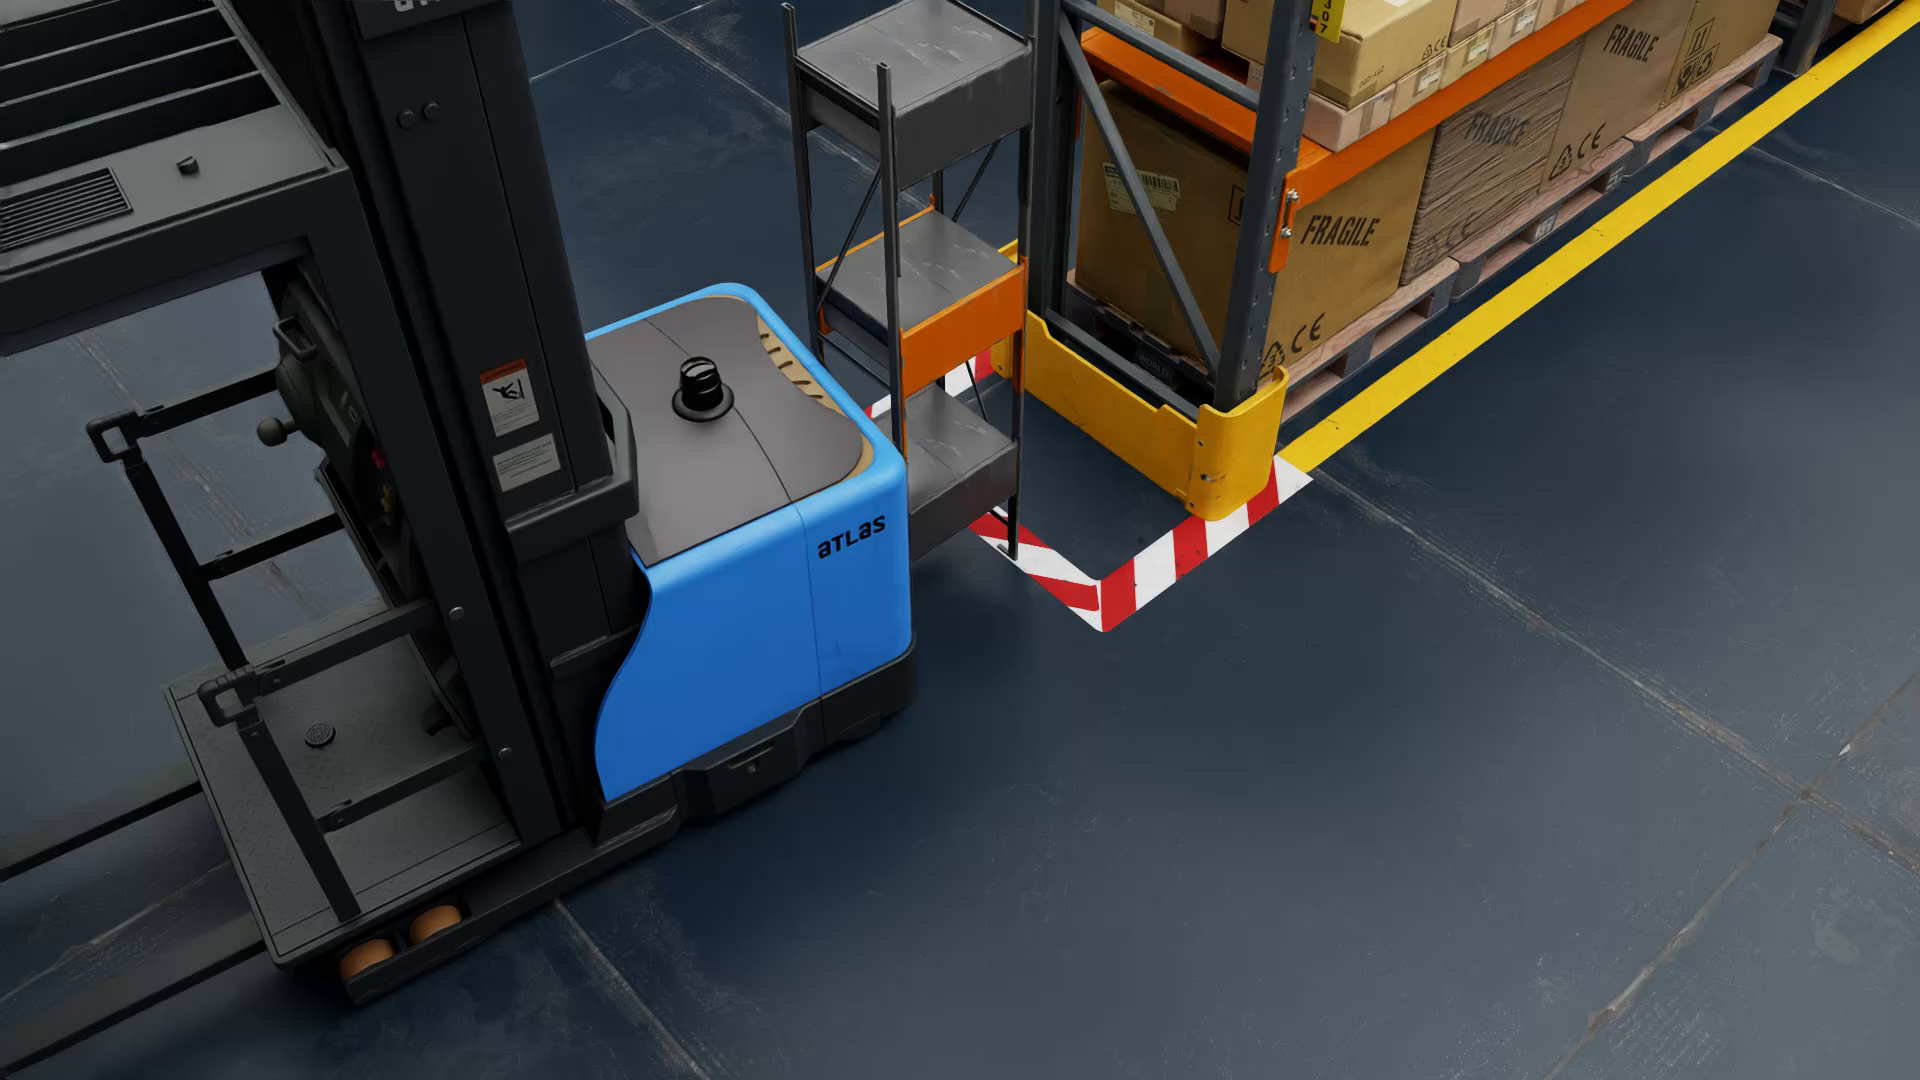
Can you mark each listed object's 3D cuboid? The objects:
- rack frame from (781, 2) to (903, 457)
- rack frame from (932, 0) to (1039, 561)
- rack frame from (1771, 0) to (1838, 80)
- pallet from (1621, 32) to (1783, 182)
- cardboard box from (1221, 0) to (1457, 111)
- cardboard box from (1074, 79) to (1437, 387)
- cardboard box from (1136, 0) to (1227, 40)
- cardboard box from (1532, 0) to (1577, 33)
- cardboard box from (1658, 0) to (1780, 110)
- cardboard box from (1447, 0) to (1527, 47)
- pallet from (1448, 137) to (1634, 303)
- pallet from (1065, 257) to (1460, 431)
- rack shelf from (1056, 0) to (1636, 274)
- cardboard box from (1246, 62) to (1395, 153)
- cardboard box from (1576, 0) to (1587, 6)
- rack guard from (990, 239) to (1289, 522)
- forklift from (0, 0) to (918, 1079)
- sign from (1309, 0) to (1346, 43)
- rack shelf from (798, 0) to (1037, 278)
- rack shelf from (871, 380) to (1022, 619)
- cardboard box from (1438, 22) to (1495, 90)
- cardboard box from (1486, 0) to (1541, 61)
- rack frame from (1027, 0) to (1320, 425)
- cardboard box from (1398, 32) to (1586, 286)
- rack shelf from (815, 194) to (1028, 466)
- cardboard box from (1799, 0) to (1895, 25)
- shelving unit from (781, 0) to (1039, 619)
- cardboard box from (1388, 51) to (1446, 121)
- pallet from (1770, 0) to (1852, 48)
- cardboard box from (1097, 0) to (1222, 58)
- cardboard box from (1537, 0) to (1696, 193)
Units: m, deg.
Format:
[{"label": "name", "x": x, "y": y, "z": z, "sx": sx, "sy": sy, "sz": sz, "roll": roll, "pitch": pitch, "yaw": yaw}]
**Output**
[{"label": "rack frame", "x": -0.303, "y": -0.509, "z": 4.791, "sx": 0.015, "sy": 2.100, "sz": 0.400, "roll": -34, "pitch": 56, "yaw": -27}, {"label": "rack frame", "x": 0.058, "y": -0.751, "z": 5.014, "sx": 0.015, "sy": 2.100, "sz": 0.400, "roll": -34, "pitch": 56, "yaw": -27}, {"label": "rack frame", "x": 3.587, "y": -3.454, "z": 6.896, "sx": 0.127, "sy": 3.000, "sz": 1.000, "roll": -34, "pitch": 56, "yaw": -27}, {"label": "pallet", "x": 2.972, "y": -2.175, "z": 7.613, "sx": 1.213, "sy": 0.211, "sz": 1.003, "roll": -34, "pitch": 56, "yaw": -27}, {"label": "cardboard box", "x": 1.164, "y": -1.617, "z": 5.101, "sx": 0.500, "sy": 0.250, "sz": 0.500, "roll": -35, "pitch": 56, "yaw": -28}, {"label": "cardboard box", "x": 1.047, "y": -1.258, "z": 6.030, "sx": 0.875, "sy": 0.875, "sz": 0.875, "roll": -34, "pitch": 56, "yaw": -27}, {"label": "cardboard box", "x": 0.808, "y": -1.910, "z": 5.371, "sx": 0.500, "sy": 0.250, "sz": 0.500, "roll": -35, "pitch": 56, "yaw": -28}, {"label": "cardboard box", "x": 1.871, "y": -1.896, "z": 5.630, "sx": 0.250, "sy": 0.149, "sz": 0.380, "roll": -35, "pitch": 56, "yaw": -28}, {"label": "cardboard box", "x": 3.045, "y": -2.593, "z": 7.262, "sx": 0.875, "sy": 0.875, "sz": 0.875, "roll": -34, "pitch": 56, "yaw": -27}, {"label": "cardboard box", "x": 1.545, "y": -1.877, "z": 5.341, "sx": 0.500, "sy": 0.250, "sz": 0.500, "roll": -34, "pitch": 56, "yaw": -28}, {"label": "pallet", "x": 2.069, "y": -1.569, "z": 7.054, "sx": 1.213, "sy": 0.211, "sz": 1.003, "roll": -34, "pitch": 56, "yaw": -27}, {"label": "pallet", "x": 1.167, "y": -0.969, "z": 6.500, "sx": 1.213, "sy": 0.211, "sz": 1.003, "roll": -34, "pitch": 56, "yaw": -27}, {"label": "rack shelf", "x": 2.107, "y": -2.221, "z": 6.248, "sx": 4.000, "sy": 0.370, "sz": 1.077, "roll": -34, "pitch": 56, "yaw": -27}, {"label": "cardboard box", "x": 1.112, "y": -1.387, "z": 5.160, "sx": 0.250, "sy": 0.149, "sz": 0.380, "roll": -33, "pitch": 55, "yaw": -27}, {"label": "cardboard box", "x": 2.062, "y": -2.024, "z": 5.748, "sx": 0.250, "sy": 0.149, "sz": 0.380, "roll": -34, "pitch": 56, "yaw": -27}, {"label": "rack guard", "x": 0.610, "y": -0.617, "z": 5.979, "sx": 0.348, "sy": 0.500, "sz": 1.175, "roll": -34, "pitch": 56, "yaw": -27}, {"label": "forklift", "x": -1.648, "y": -0.183, "z": 3.924, "sx": 3.031, "sy": 2.935, "sz": 1.130, "roll": -25, "pitch": 52, "yaw": -22}, {"label": "sign", "x": 0.997, "y": -1.492, "z": 4.443, "sx": 0.005, "sy": 0.325, "sz": 0.100, "roll": -34, "pitch": 56, "yaw": -27}, {"label": "rack shelf", "x": -0.123, "y": -1.096, "z": 4.398, "sx": 0.480, "sy": 0.518, "sz": 0.431, "roll": -34, "pitch": 56, "yaw": -27}, {"label": "rack shelf", "x": -0.123, "y": -0.146, "z": 5.427, "sx": 0.480, "sy": 0.518, "sz": 0.431, "roll": -34, "pitch": 56, "yaw": -27}, {"label": "cardboard box", "x": 1.490, "y": -1.642, "z": 5.395, "sx": 0.250, "sy": 0.149, "sz": 0.380, "roll": -35, "pitch": 56, "yaw": -28}, {"label": "cardboard box", "x": 1.683, "y": -1.771, "z": 5.514, "sx": 0.250, "sy": 0.149, "sz": 0.380, "roll": -35, "pitch": 56, "yaw": -28}, {"label": "rack frame", "x": 0.628, "y": -1.476, "z": 5.071, "sx": 0.127, "sy": 3.000, "sz": 1.000, "roll": -34, "pitch": 56, "yaw": -27}, {"label": "cardboard box", "x": 1.721, "y": -1.708, "z": 6.445, "sx": 0.875, "sy": 0.875, "sz": 0.875, "roll": -34, "pitch": 56, "yaw": -27}, {"label": "rack shelf", "x": -0.123, "y": -0.621, "z": 4.913, "sx": 0.480, "sy": 0.518, "sz": 0.431, "roll": -34, "pitch": 56, "yaw": -27}, {"label": "cardboard box", "x": 4.047, "y": -3.203, "z": 7.825, "sx": 0.875, "sy": 0.875, "sz": 1.225, "roll": -34, "pitch": 56, "yaw": -27}, {"label": "shelving unit", "x": -0.123, "y": -0.630, "z": 4.903, "sx": 0.503, "sy": 2.100, "sz": 0.431, "roll": -34, "pitch": 56, "yaw": -27}, {"label": "cardboard box", "x": 1.301, "y": -1.515, "z": 5.278, "sx": 0.250, "sy": 0.149, "sz": 0.380, "roll": -35, "pitch": 56, "yaw": -28}, {"label": "pallet", "x": 4.107, "y": -2.931, "z": 8.311, "sx": 1.213, "sy": 0.211, "sz": 1.003, "roll": -34, "pitch": 56, "yaw": -27}, {"label": "cardboard box", "x": 0.670, "y": -1.746, "z": 5.491, "sx": 0.250, "sy": 0.149, "sz": 0.380, "roll": -33, "pitch": 55, "yaw": -27}, {"label": "cardboard box", "x": 2.379, "y": -2.148, "z": 6.851, "sx": 0.875, "sy": 0.875, "sz": 0.875, "roll": -34, "pitch": 56, "yaw": -27}]
